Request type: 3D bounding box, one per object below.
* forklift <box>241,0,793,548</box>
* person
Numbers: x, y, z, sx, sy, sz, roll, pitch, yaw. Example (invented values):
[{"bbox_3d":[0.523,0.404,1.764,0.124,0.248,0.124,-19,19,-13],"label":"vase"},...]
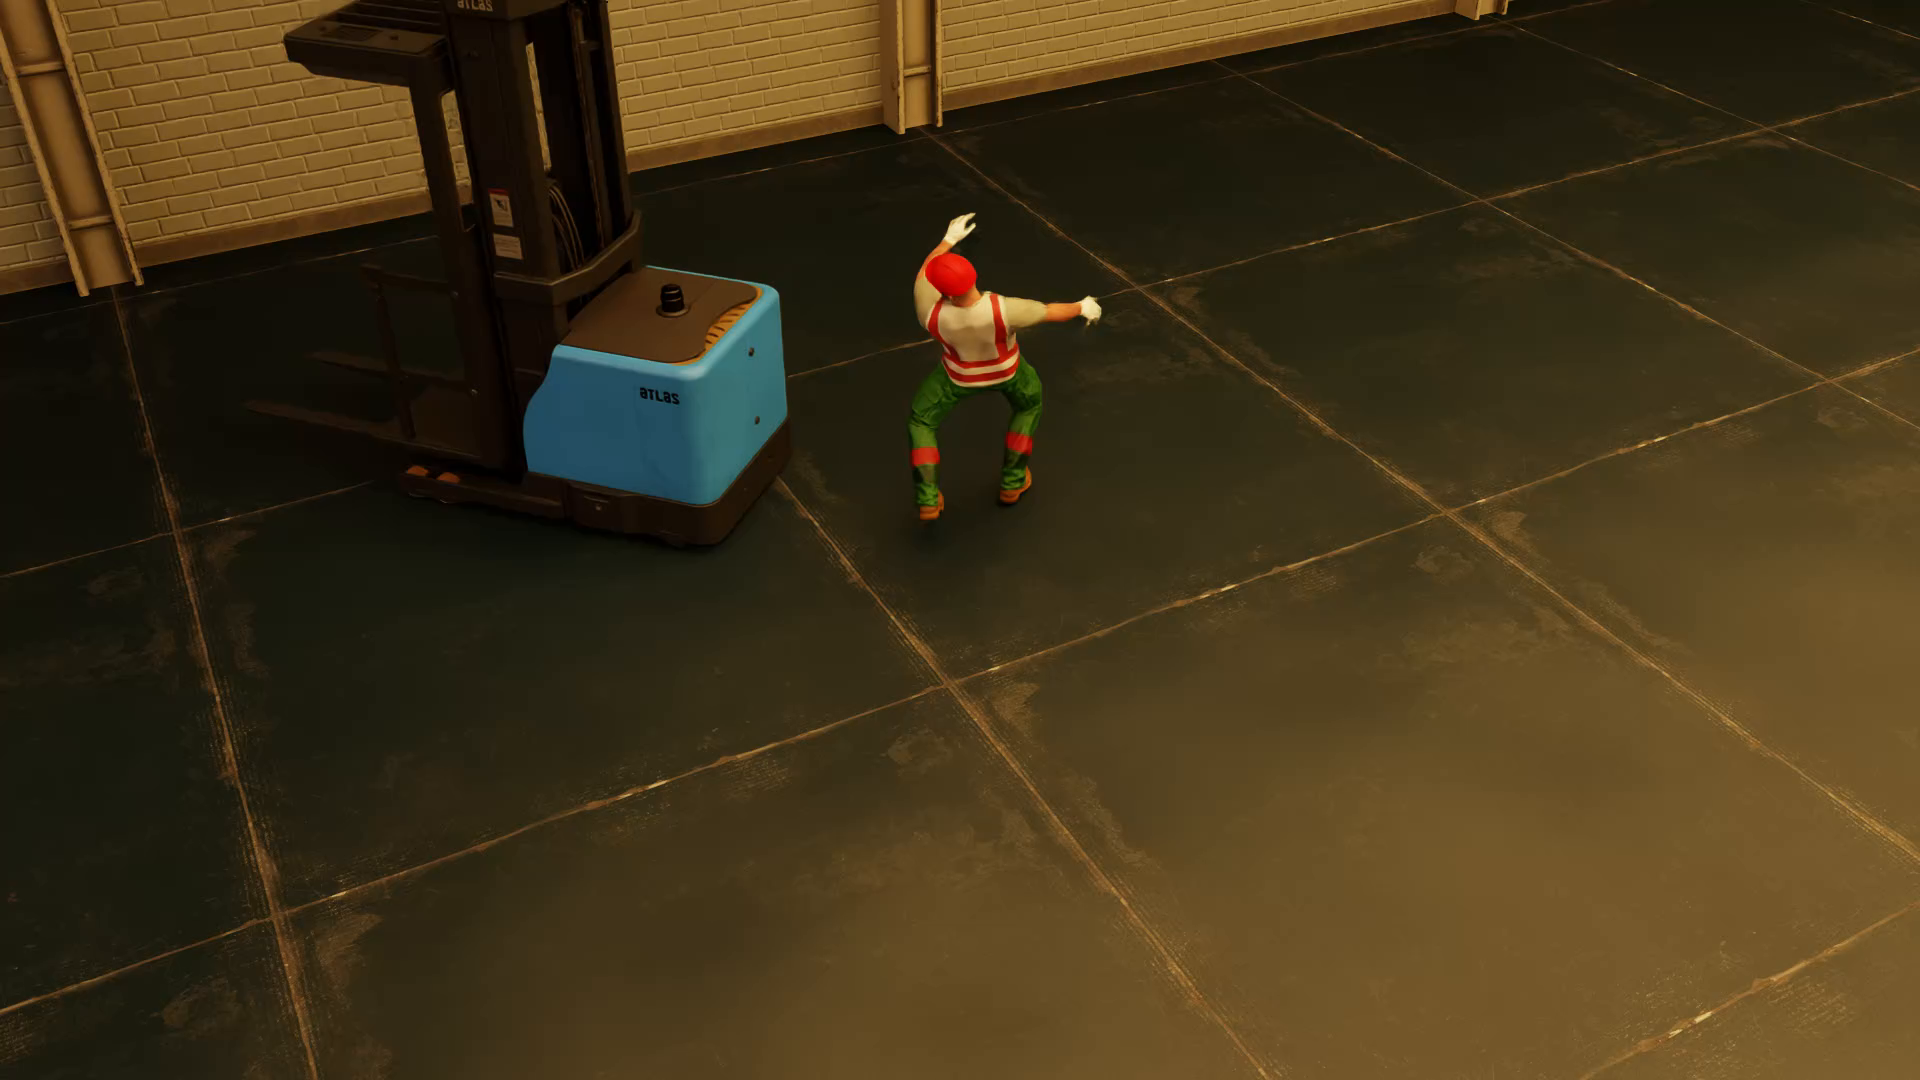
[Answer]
[{"bbox_3d":[-2.502,-1.666,8.480,3.031,2.935,1.130,11,37,15],"label":"forklift"},{"bbox_3d":[0.231,-0.894,8.553,1.045,1.542,0.782,-5,36,-8],"label":"person"}]
